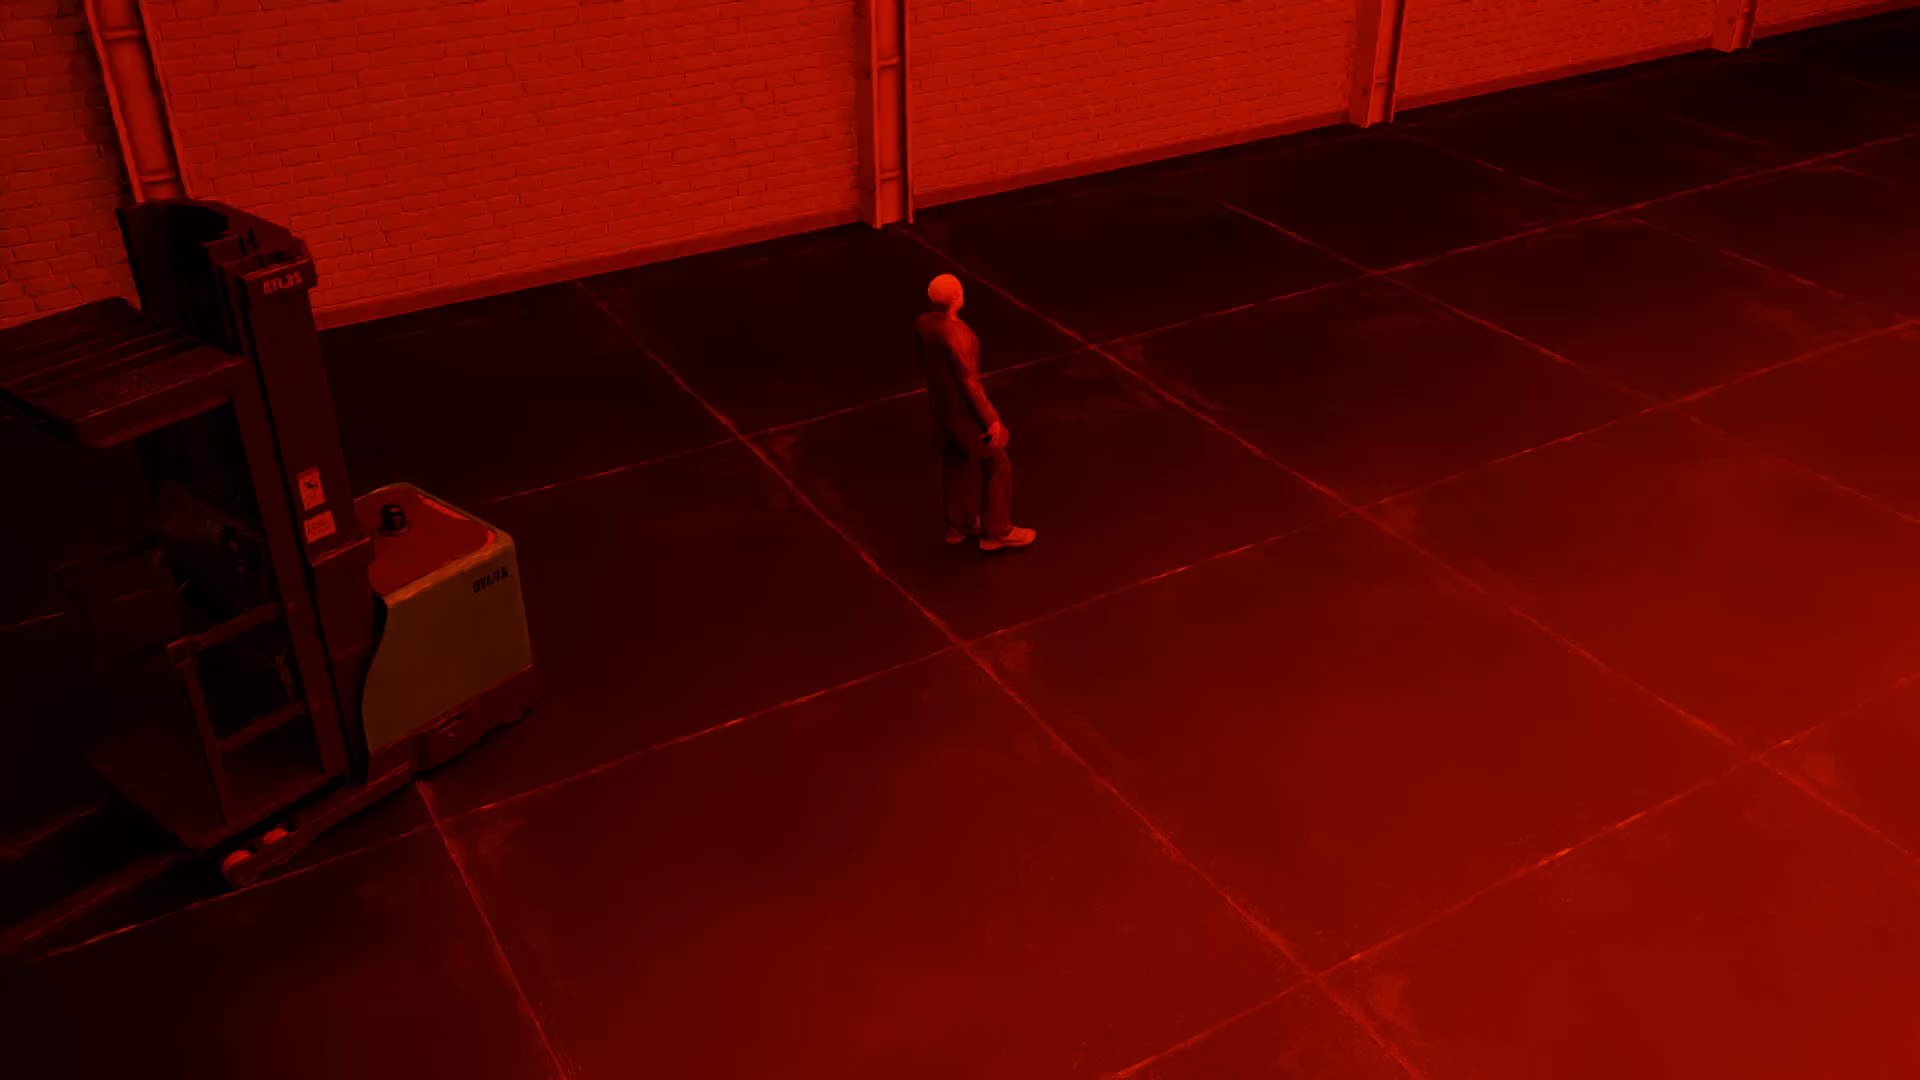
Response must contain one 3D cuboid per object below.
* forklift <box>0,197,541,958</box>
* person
[{"bbox_3d":[-3.573,0.074,7.523,1.130,2.935,3.031,23,38,33],"label":"forklift"},{"bbox_3d":[0.079,-0.792,10.075,0.586,1.775,0.694,-17,35,-26],"label":"person"}]
